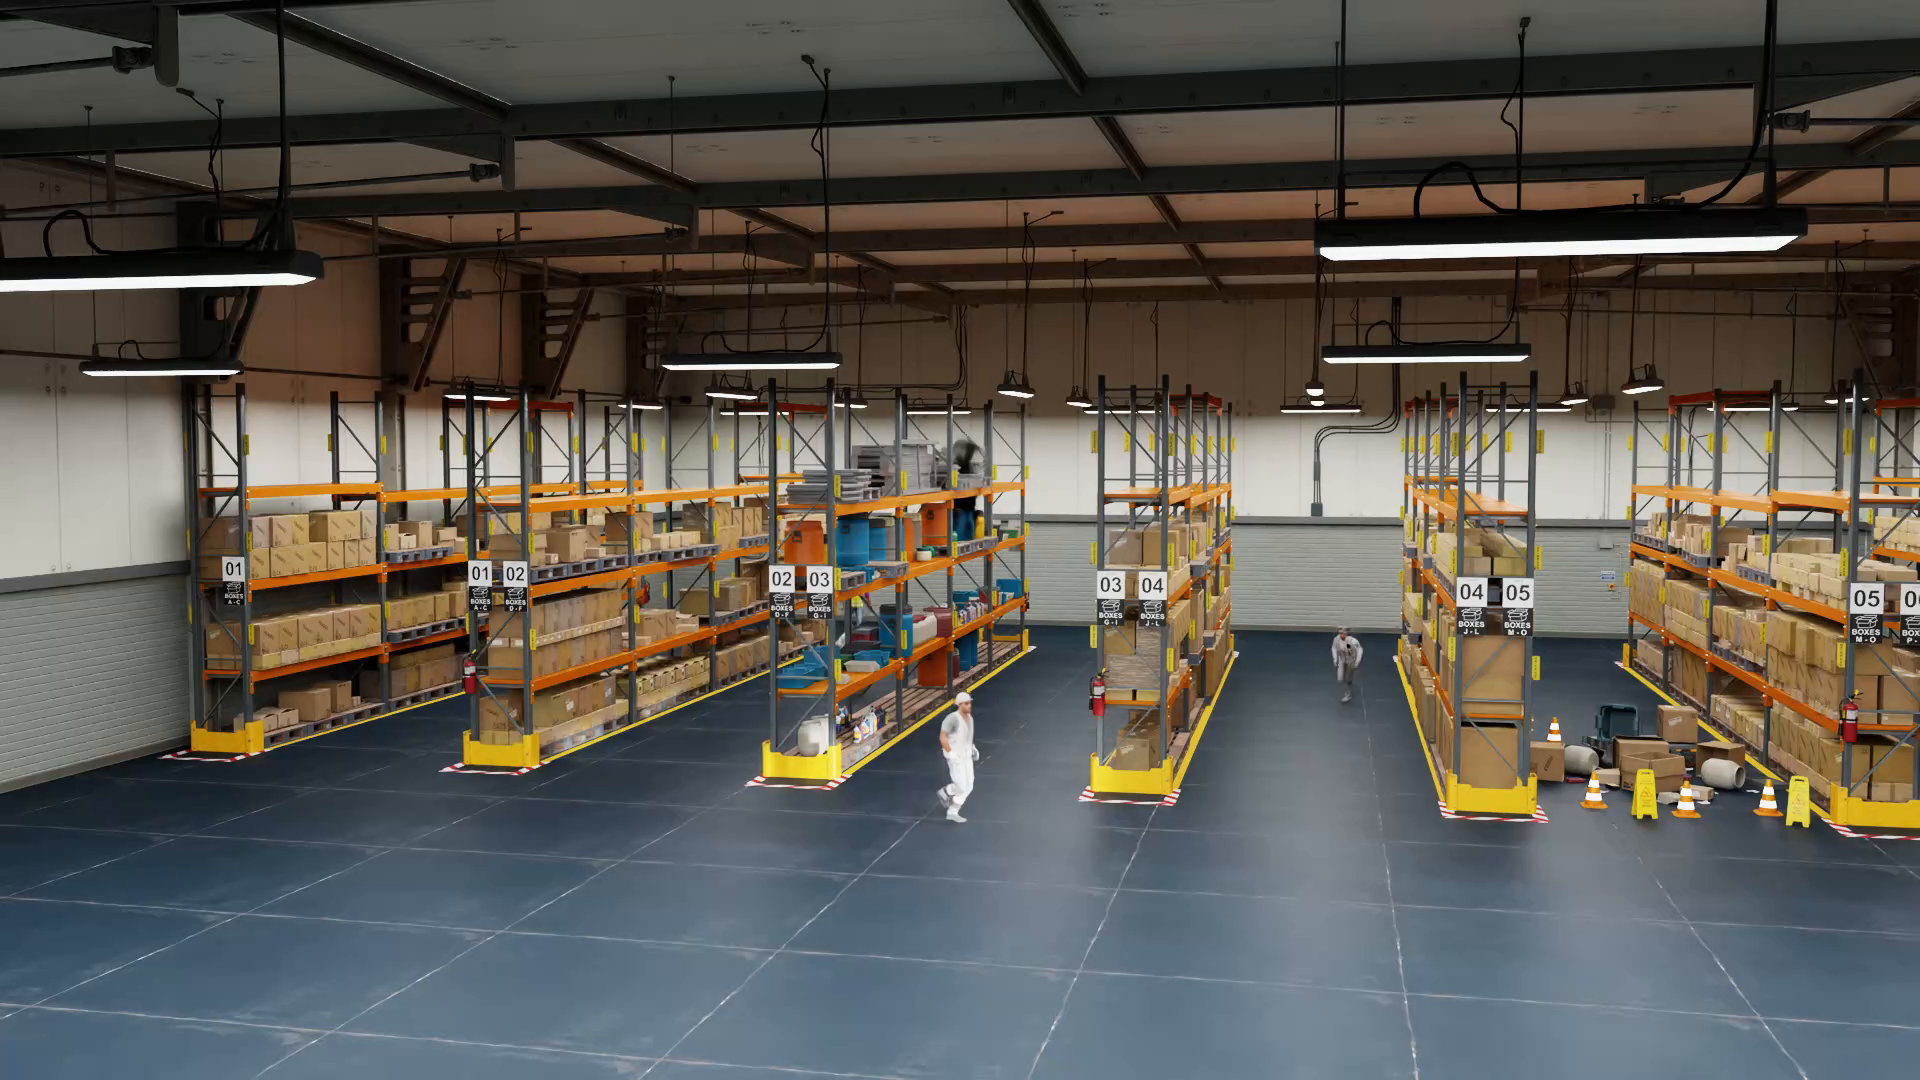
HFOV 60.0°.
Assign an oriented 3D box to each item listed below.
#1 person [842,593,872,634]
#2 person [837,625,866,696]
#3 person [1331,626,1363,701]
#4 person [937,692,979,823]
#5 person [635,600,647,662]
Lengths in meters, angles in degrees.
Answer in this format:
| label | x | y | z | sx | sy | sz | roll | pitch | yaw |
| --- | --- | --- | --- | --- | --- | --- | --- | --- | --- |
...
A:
| label | x | y | z | sx | sy | sz | roll | pitch | yaw |
| --- | --- | --- | --- | --- | --- | --- | --- | --- | --- |
| person | -2.669 | 1.709 | 42.876 | 0.777 | 1.703 | 0.768 | 0 | 3 | -8 |
| person | -2.104 | 2.385 | 32.971 | 0.658 | 1.467 | 1.026 | 0 | 3 | -1 |
| person | 7.591 | 2.404 | 32.527 | 0.627 | 1.496 | 0.914 | 2 | 4 | 26 |
| person | -0.072 | 2.879 | 22.159 | 0.592 | 1.727 | 0.660 | 3 | 4 | 42 |
| person | -7.280 | 2.090 | 37.740 | 0.542 | 1.494 | 0.824 | 0 | 3 | -3 |
